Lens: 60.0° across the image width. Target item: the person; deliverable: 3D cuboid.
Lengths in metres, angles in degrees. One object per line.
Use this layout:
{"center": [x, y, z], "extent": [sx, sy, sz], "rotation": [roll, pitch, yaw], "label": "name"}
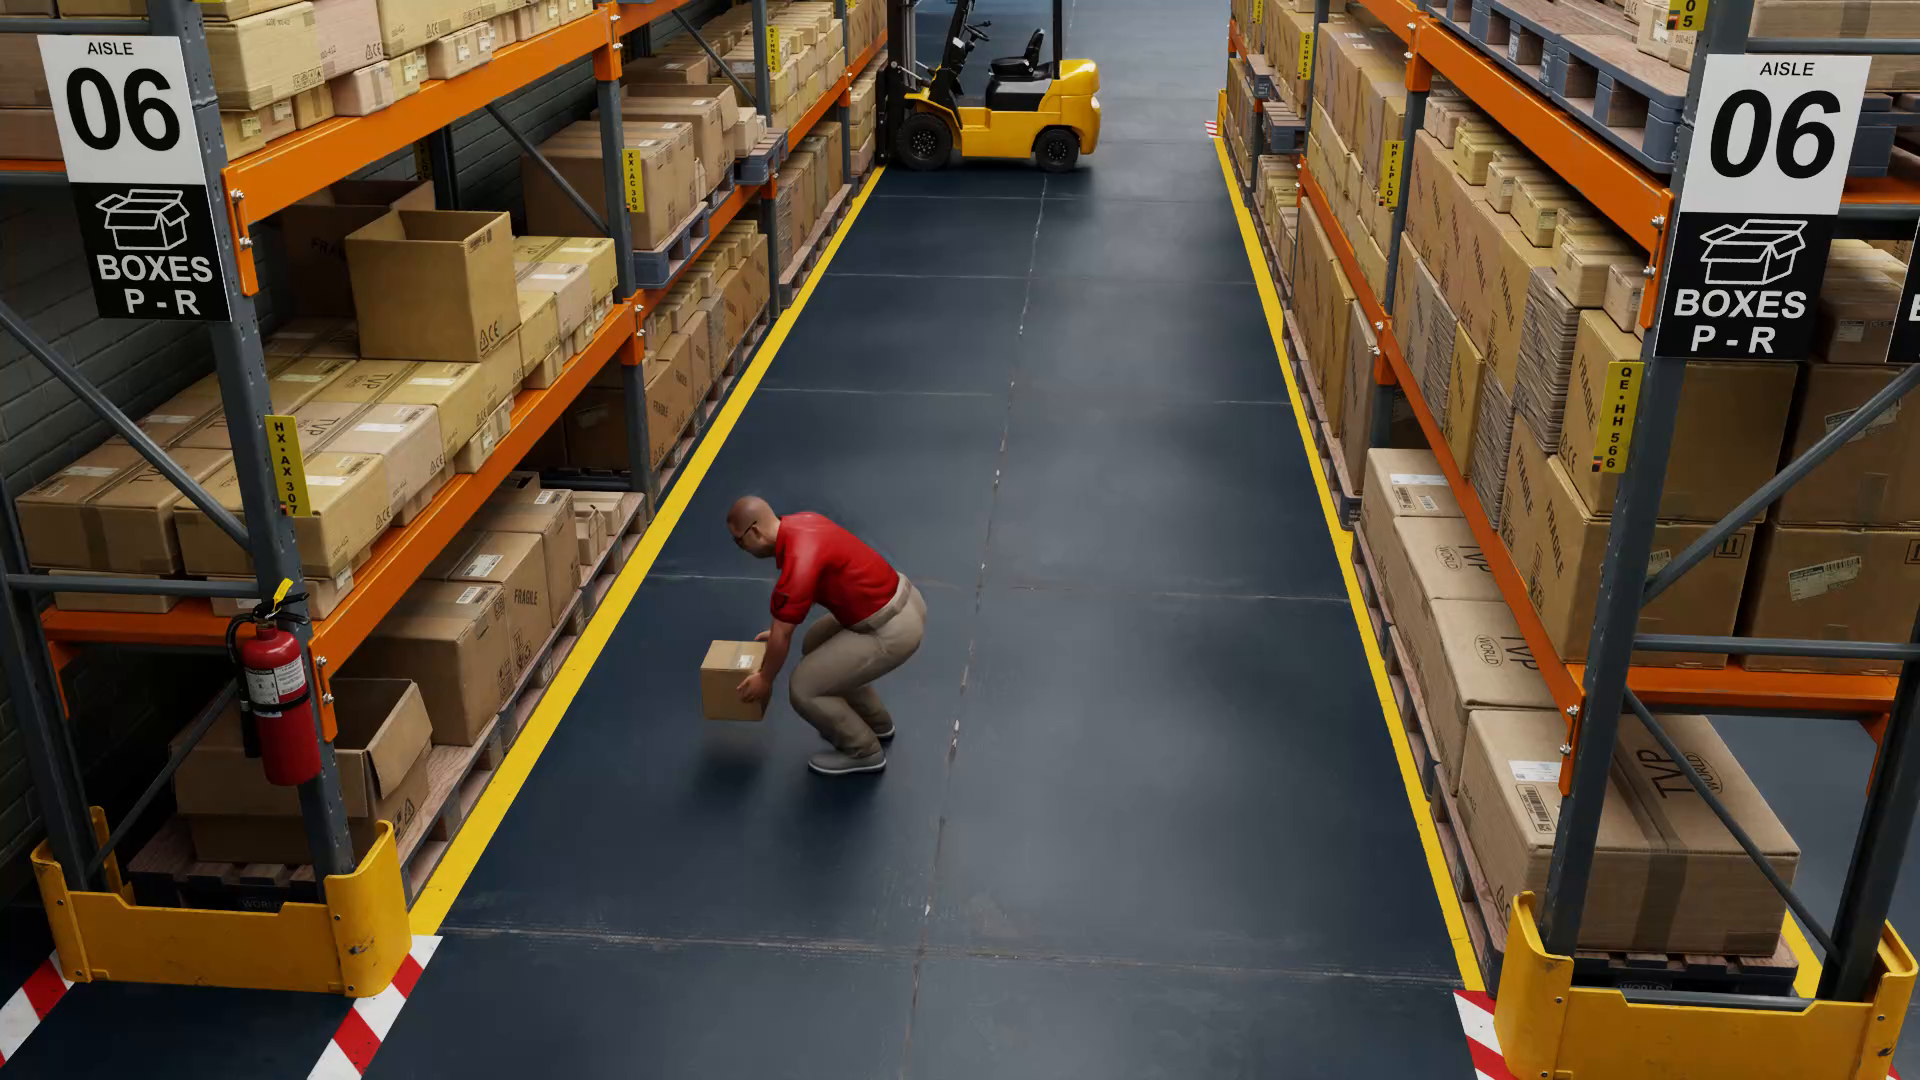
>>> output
{"center": [-0.544, 0.381, 6.921], "extent": [0.798, 1.208, 0.581], "rotation": [2, 24, 4], "label": "person"}
